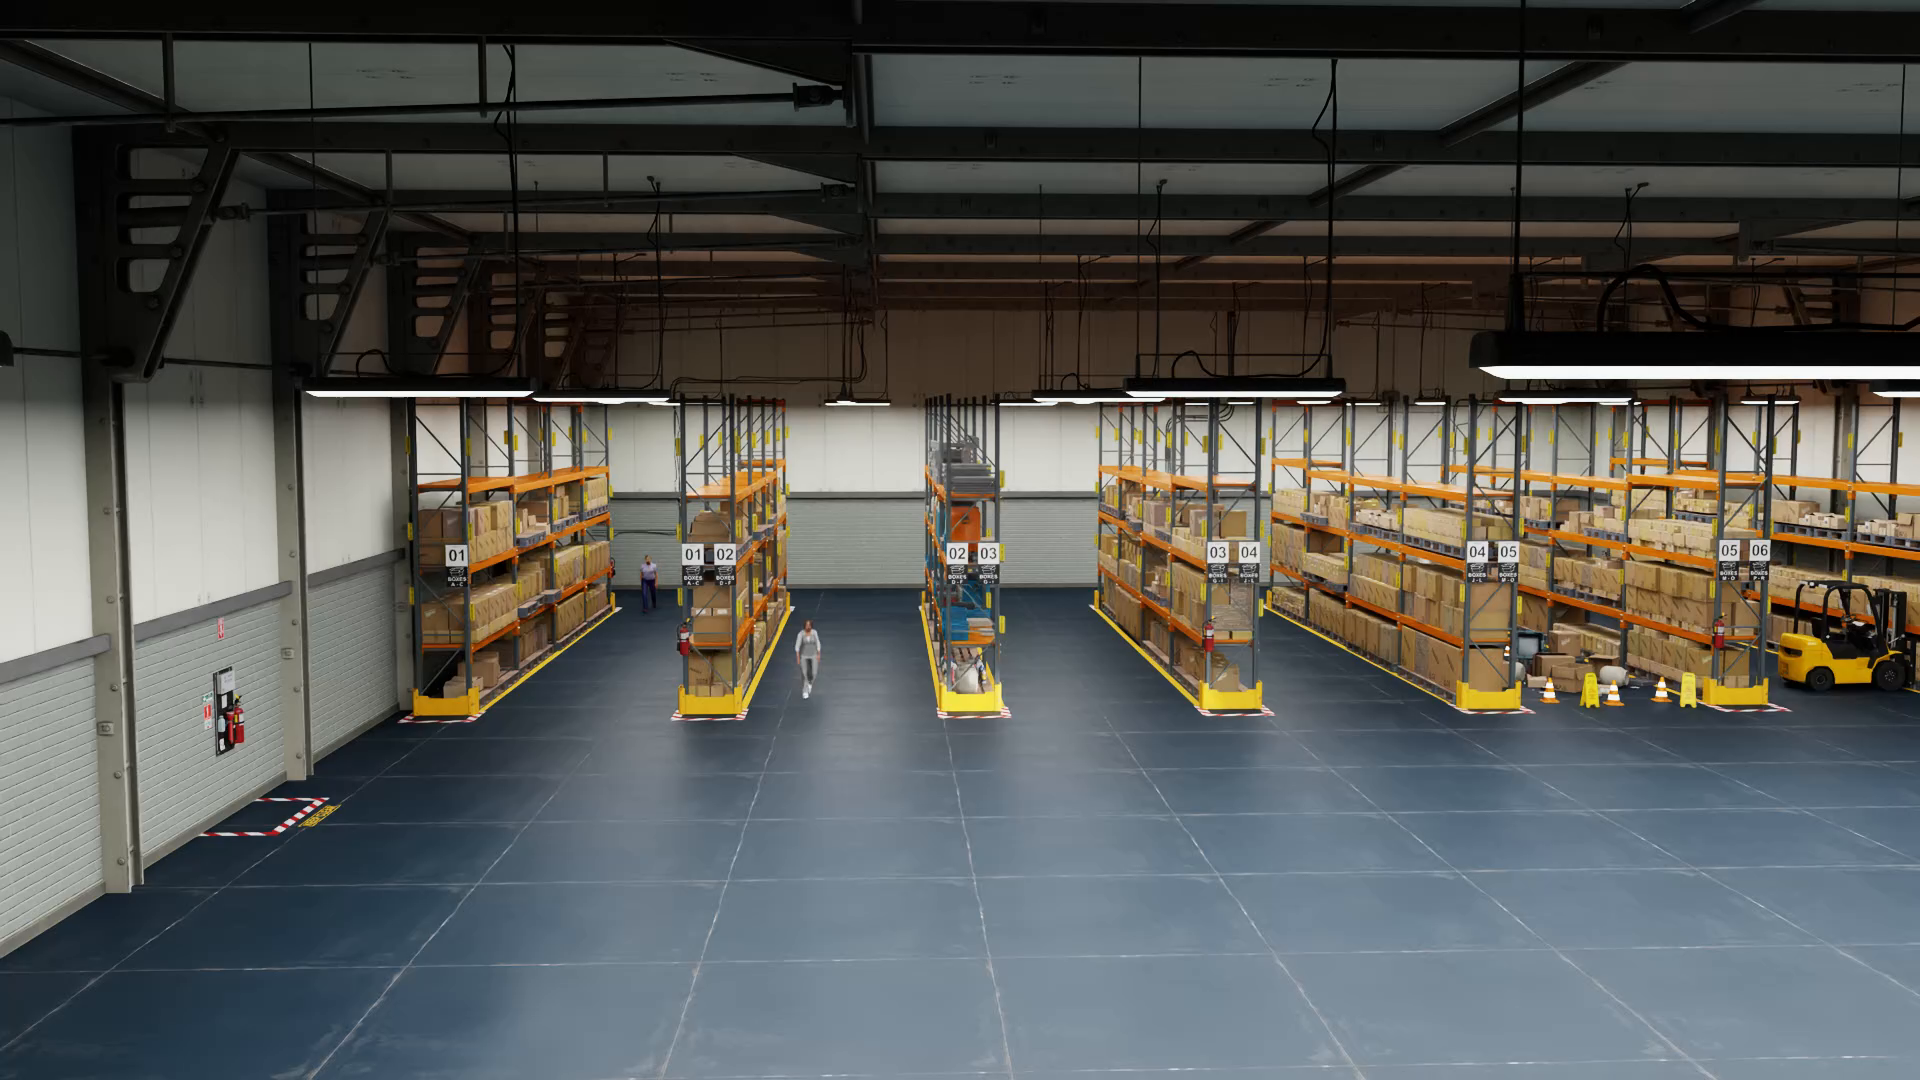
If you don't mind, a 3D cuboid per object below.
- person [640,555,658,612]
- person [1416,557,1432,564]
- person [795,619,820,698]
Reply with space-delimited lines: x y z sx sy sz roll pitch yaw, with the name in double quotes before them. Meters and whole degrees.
"person" -8.767 1.210 46.911 0.486 1.589 0.857 0 5 -5
"person" 14.469 0.747 51.885 1.044 1.749 0.516 -2 5 -27
"person" -3.028 2.339 33.048 0.501 1.582 0.475 -1 5 -9
